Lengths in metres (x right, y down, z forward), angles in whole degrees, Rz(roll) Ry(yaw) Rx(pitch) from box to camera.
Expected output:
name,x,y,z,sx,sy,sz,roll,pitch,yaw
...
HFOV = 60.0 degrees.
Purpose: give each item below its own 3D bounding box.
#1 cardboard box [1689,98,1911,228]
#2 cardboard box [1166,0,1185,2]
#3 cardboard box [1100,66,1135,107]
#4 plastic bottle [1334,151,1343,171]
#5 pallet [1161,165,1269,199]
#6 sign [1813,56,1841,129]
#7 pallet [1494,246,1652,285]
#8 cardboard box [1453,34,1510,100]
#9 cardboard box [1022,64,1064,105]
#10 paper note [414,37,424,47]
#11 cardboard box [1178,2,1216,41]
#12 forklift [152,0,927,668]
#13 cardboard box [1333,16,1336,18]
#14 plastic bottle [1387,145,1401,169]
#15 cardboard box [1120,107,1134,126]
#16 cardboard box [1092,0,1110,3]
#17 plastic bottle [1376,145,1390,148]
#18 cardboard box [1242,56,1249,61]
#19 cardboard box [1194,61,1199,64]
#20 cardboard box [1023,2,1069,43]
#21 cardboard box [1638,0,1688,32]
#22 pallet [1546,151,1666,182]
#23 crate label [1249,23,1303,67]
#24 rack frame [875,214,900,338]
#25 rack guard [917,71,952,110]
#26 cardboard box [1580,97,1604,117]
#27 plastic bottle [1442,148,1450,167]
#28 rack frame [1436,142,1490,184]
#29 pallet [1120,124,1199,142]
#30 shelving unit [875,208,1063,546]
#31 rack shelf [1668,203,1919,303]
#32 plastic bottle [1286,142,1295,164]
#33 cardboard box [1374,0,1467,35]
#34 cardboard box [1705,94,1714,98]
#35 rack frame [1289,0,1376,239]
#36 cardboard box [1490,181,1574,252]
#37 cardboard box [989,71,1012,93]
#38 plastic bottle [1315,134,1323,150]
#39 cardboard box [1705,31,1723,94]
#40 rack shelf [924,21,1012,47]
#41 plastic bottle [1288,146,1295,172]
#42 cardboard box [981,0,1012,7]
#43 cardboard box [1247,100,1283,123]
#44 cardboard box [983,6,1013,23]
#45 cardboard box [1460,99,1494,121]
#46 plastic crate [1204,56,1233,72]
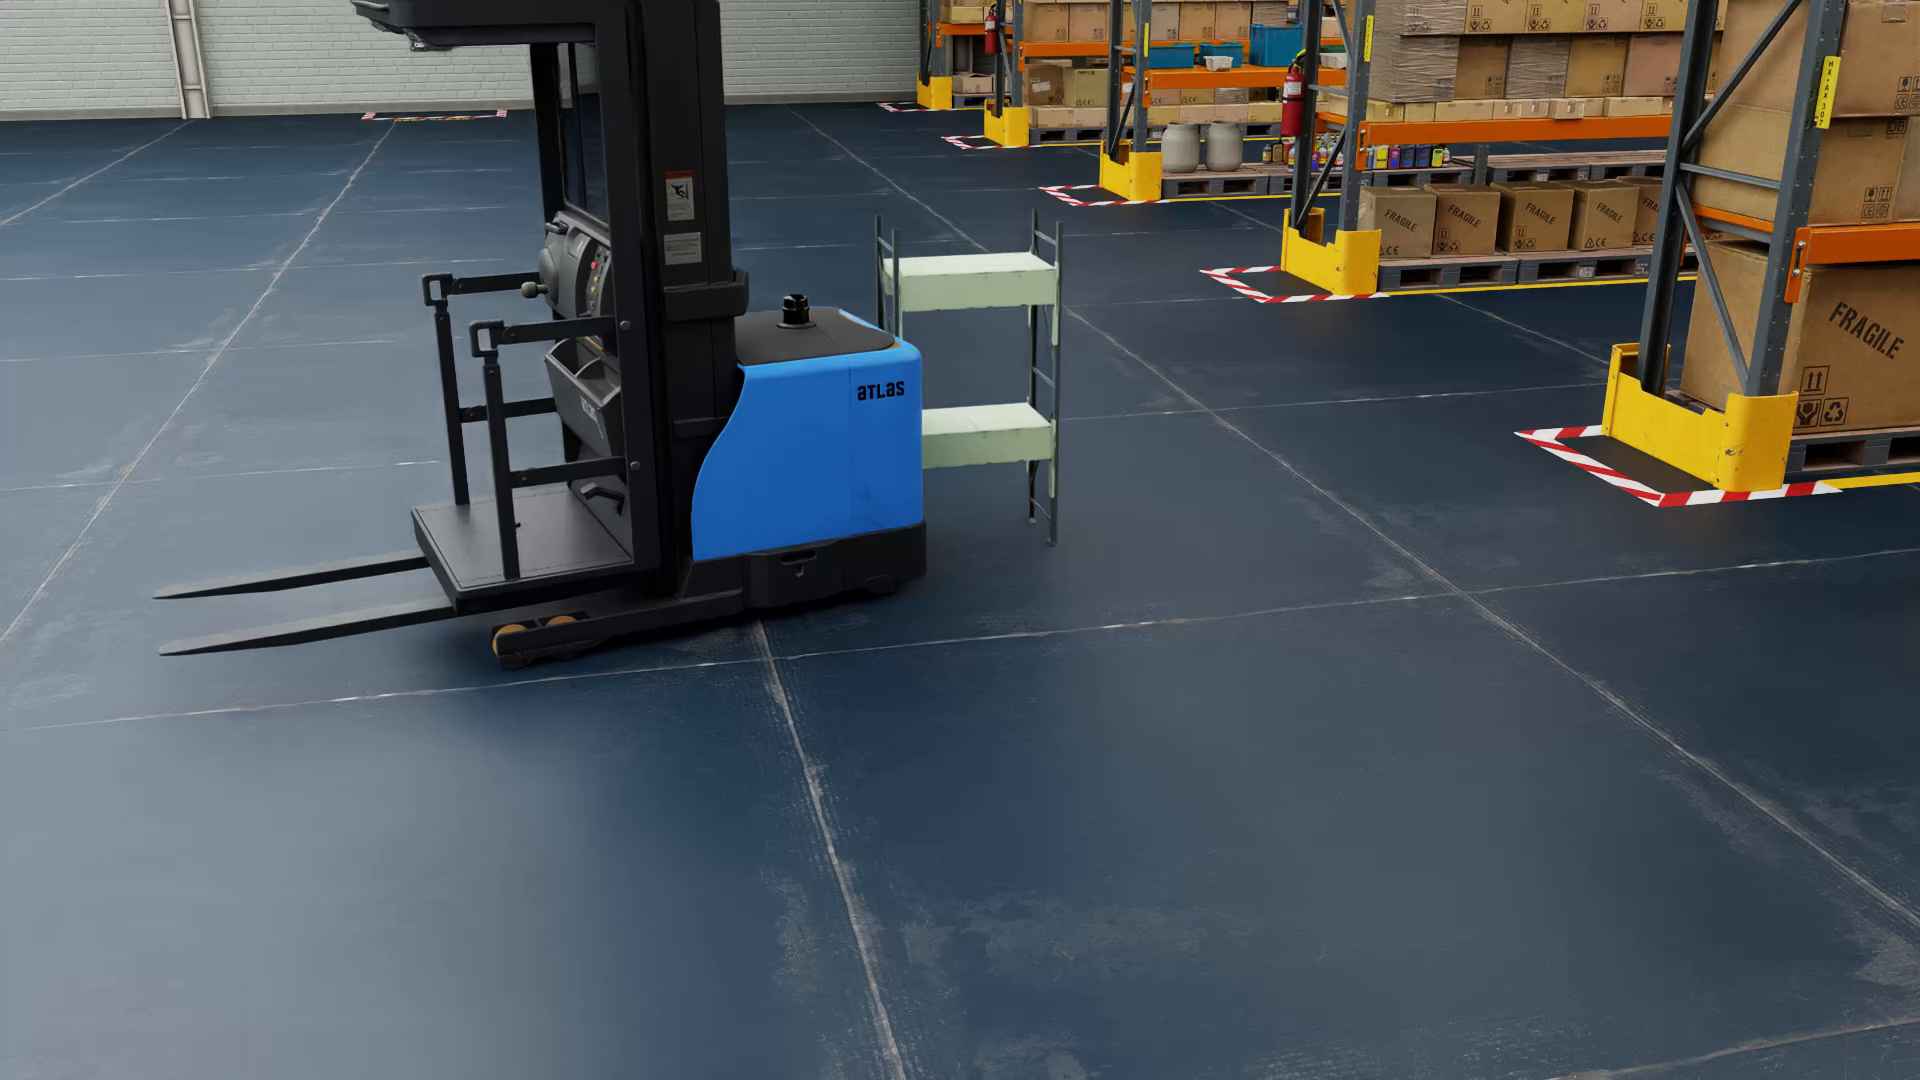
name,x,y,z,sx,sy,sz,roll,pitch,yaw
cardboard box,4.321,-1.971,8.616,0.550,0.550,0.875,-5,21,-12
cardboard box,2.835,-7.293,22.275,0.250,0.149,0.380,-4,20,-11
cardboard box,2.194,-6.151,22.541,0.500,0.500,0.500,-5,21,-12
plastic bottle,4.151,-4.157,18.230,0.097,0.201,0.097,0,20,0
pallet,2.642,-3.957,18.310,1.213,0.211,1.003,-5,21,-12
sign,4.092,-2.113,7.849,0.005,0.325,0.100,-5,21,-12
pallet,4.985,-2.369,13.974,1.213,0.211,1.003,-5,21,-12
cardboard box,3.928,-3.825,13.317,0.500,0.500,0.875,-5,21,-12
cardboard box,1.105,-6.241,22.787,0.500,0.500,0.500,-5,21,-12
paper note,-8.451,-7.781,25.975,0.142,0.148,0.016,-5,21,-12
cardboard box,3.113,-7.084,22.648,0.500,0.500,0.700,-4,21,-12
forklift,-1.699,-1.086,6.518,3.031,2.935,1.130,-10,22,-25
cardboard box,5.357,-7.225,23.372,0.258,0.266,0.396,-5,21,-14
plastic bottle,4.784,-4.240,18.338,0.133,0.283,0.061,-3,20,-9
cardboard box,2.197,-5.795,22.659,0.500,0.250,0.500,-5,21,-12
cardboard box,1.828,-7.211,22.051,0.250,0.149,0.380,-5,21,-13
plastic bottle,4.832,-4.488,18.917,0.185,0.351,0.144,-5,21,-12
cardboard box,4.604,-7.969,28.203,0.500,0.500,0.700,-5,21,-14
cardboard box,3.536,-6.441,23.334,0.500,0.500,0.500,-5,21,-12
cardboard box,1.109,-6.920,22.199,0.500,0.500,0.700,-5,21,-12
cardboard box,5.472,-4.290,13.133,0.500,0.500,0.500,-5,21,-12
pallet,7.625,-4.362,19.416,1.213,0.211,1.003,-5,21,-12
crate label,3.516,-5.435,18.239,0.616,0.435,0.502,-5,21,-12
rack frame,-0.320,-0.682,7.496,0.023,1.500,0.400,-5,21,-13
rack guard,-0.418,-7.330,27.099,0.348,0.500,1.175,-5,21,-12
cardboard box,4.954,-3.499,13.372,0.250,0.149,0.380,-5,21,-12
plastic bottle,5.399,-4.258,18.507,0.097,0.201,0.097,0,20,0
rack frame,5.680,-5.499,18.464,0.127,3.000,1.000,-5,21,-12
pallet,2.571,-5.701,23.070,1.213,0.211,1.003,-5,21,-12
shelving unit,0.035,-0.713,7.581,0.755,1.500,0.431,-5,21,-13
rack shelf,5.916,-1.676,9.076,4.000,0.370,1.077,-5,21,-12
plastic bottle,3.750,-4.380,18.721,0.133,0.283,0.061,-5,21,-12
cardboard box,3.525,-4.132,12.703,0.500,0.500,0.500,-5,21,-12
cardboard box,5.958,-3.534,13.466,0.250,0.149,0.380,-5,21,-12
rack frame,2.927,-3.524,13.074,0.127,3.000,1.000,-5,21,-12
cardboard box,4.726,-2.693,13.830,0.500,0.500,0.500,-3,20,-7
cardboard box,0.757,-7.512,27.230,0.500,0.311,0.500,-3,20,-8
plastic bottle,4.021,-4.473,18.876,0.185,0.351,0.144,-4,20,-10
cardboard box,5.873,-3.985,13.753,0.500,0.500,0.875,-5,21,-12
rack shelf,1.454,-8.319,27.209,4.000,0.370,1.077,-5,21,-12
plastic bottle,3.624,-4.147,18.101,0.097,0.271,0.097,0,20,0
cardboard box,0.525,-8.762,26.472,0.500,0.500,0.500,-5,21,-12
cardboard box,4.143,-5.953,23.092,0.500,0.250,0.500,-5,21,-12
cardboard box,0.558,-8.415,26.616,0.500,0.250,0.500,-5,21,-14
cardboard box,3.992,-3.404,13.111,0.250,0.149,0.380,-5,21,-12
plastic crate,2.732,-5.021,17.545,0.250,0.136,0.298,-5,21,-12
